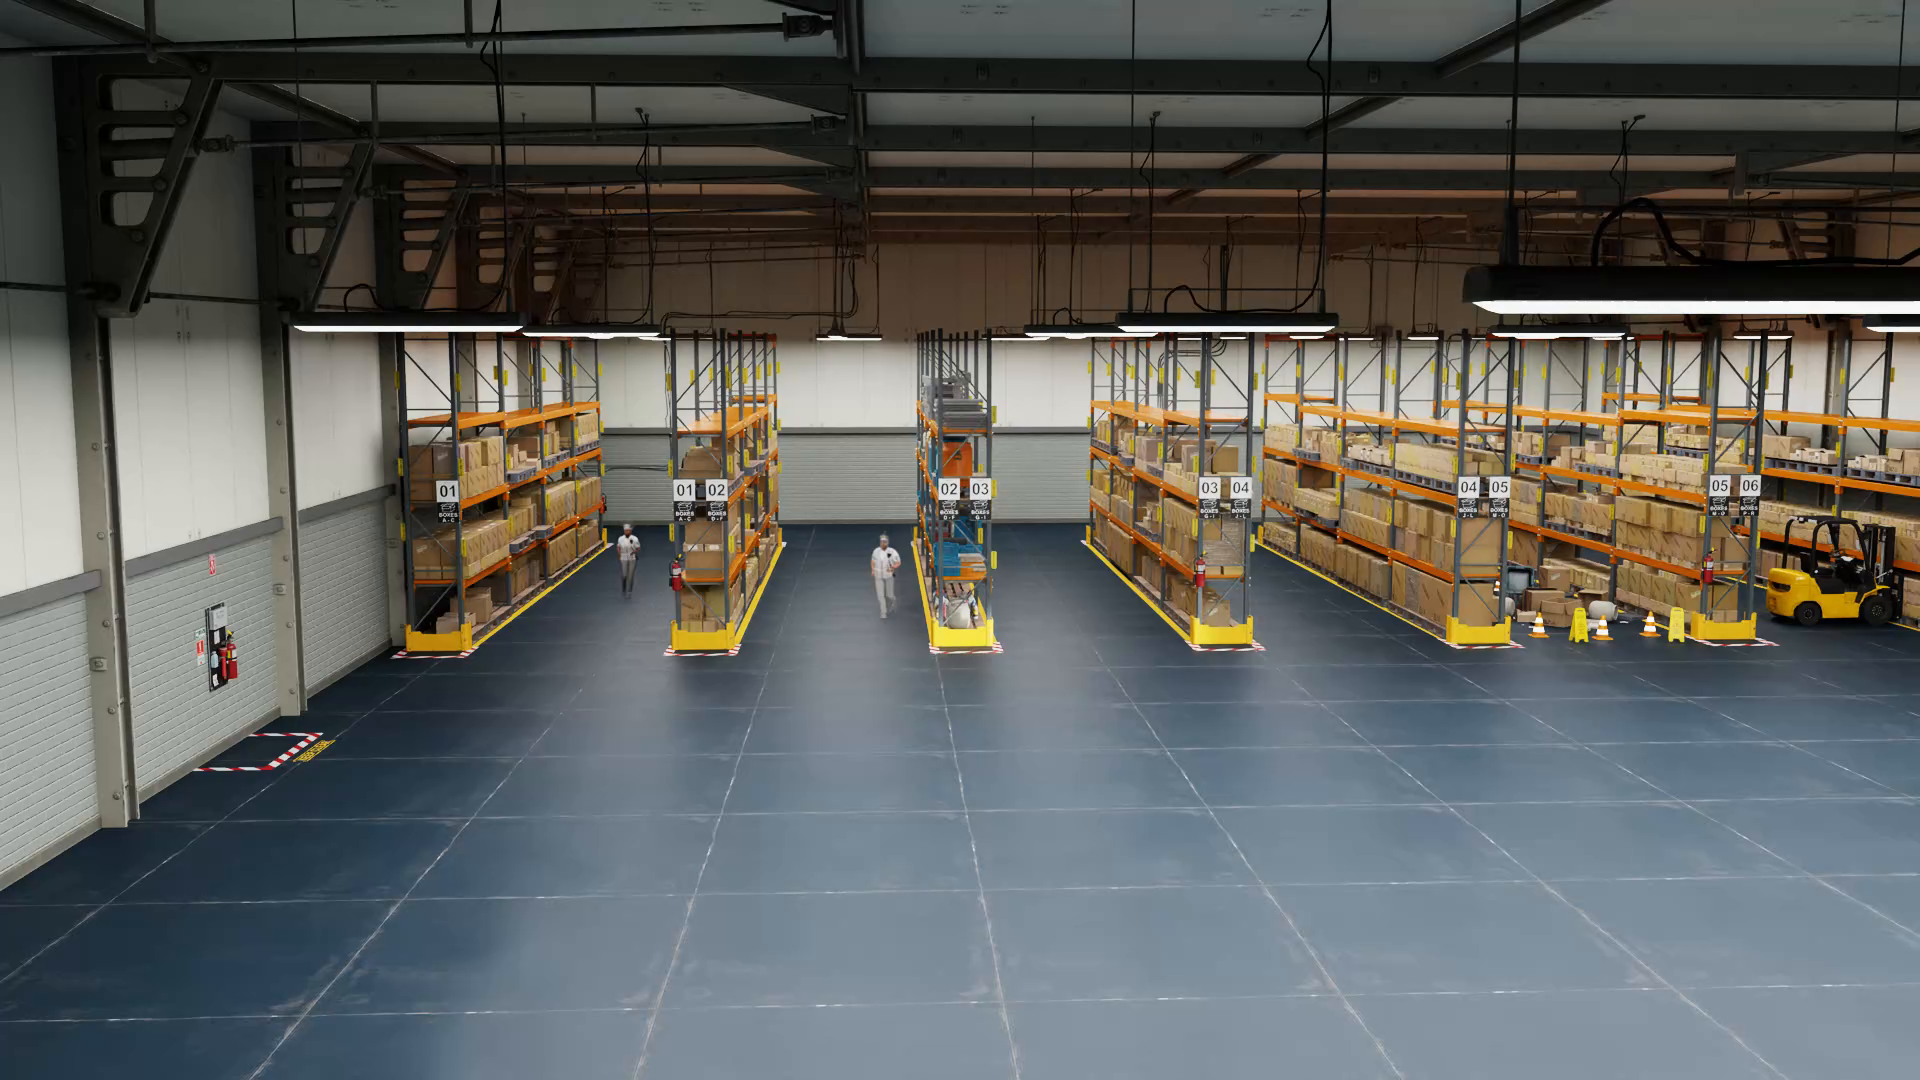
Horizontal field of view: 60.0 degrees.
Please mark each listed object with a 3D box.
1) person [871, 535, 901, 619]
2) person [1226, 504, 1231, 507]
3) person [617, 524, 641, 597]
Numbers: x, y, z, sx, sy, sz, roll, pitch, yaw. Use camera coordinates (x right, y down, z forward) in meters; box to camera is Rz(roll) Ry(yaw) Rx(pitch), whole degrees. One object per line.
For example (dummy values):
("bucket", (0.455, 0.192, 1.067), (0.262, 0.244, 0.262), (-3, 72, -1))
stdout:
("person", (-1.572, 0.747, 34.882), (0.664, 1.745, 0.741), (1, 7, 11))
("person", (7.600, -0.721, 47.442), (0.710, 1.732, 0.559), (2, 7, 18))
("person", (-7.483, 0.470, 37.543), (0.555, 1.679, 0.632), (-1, 7, -5))
